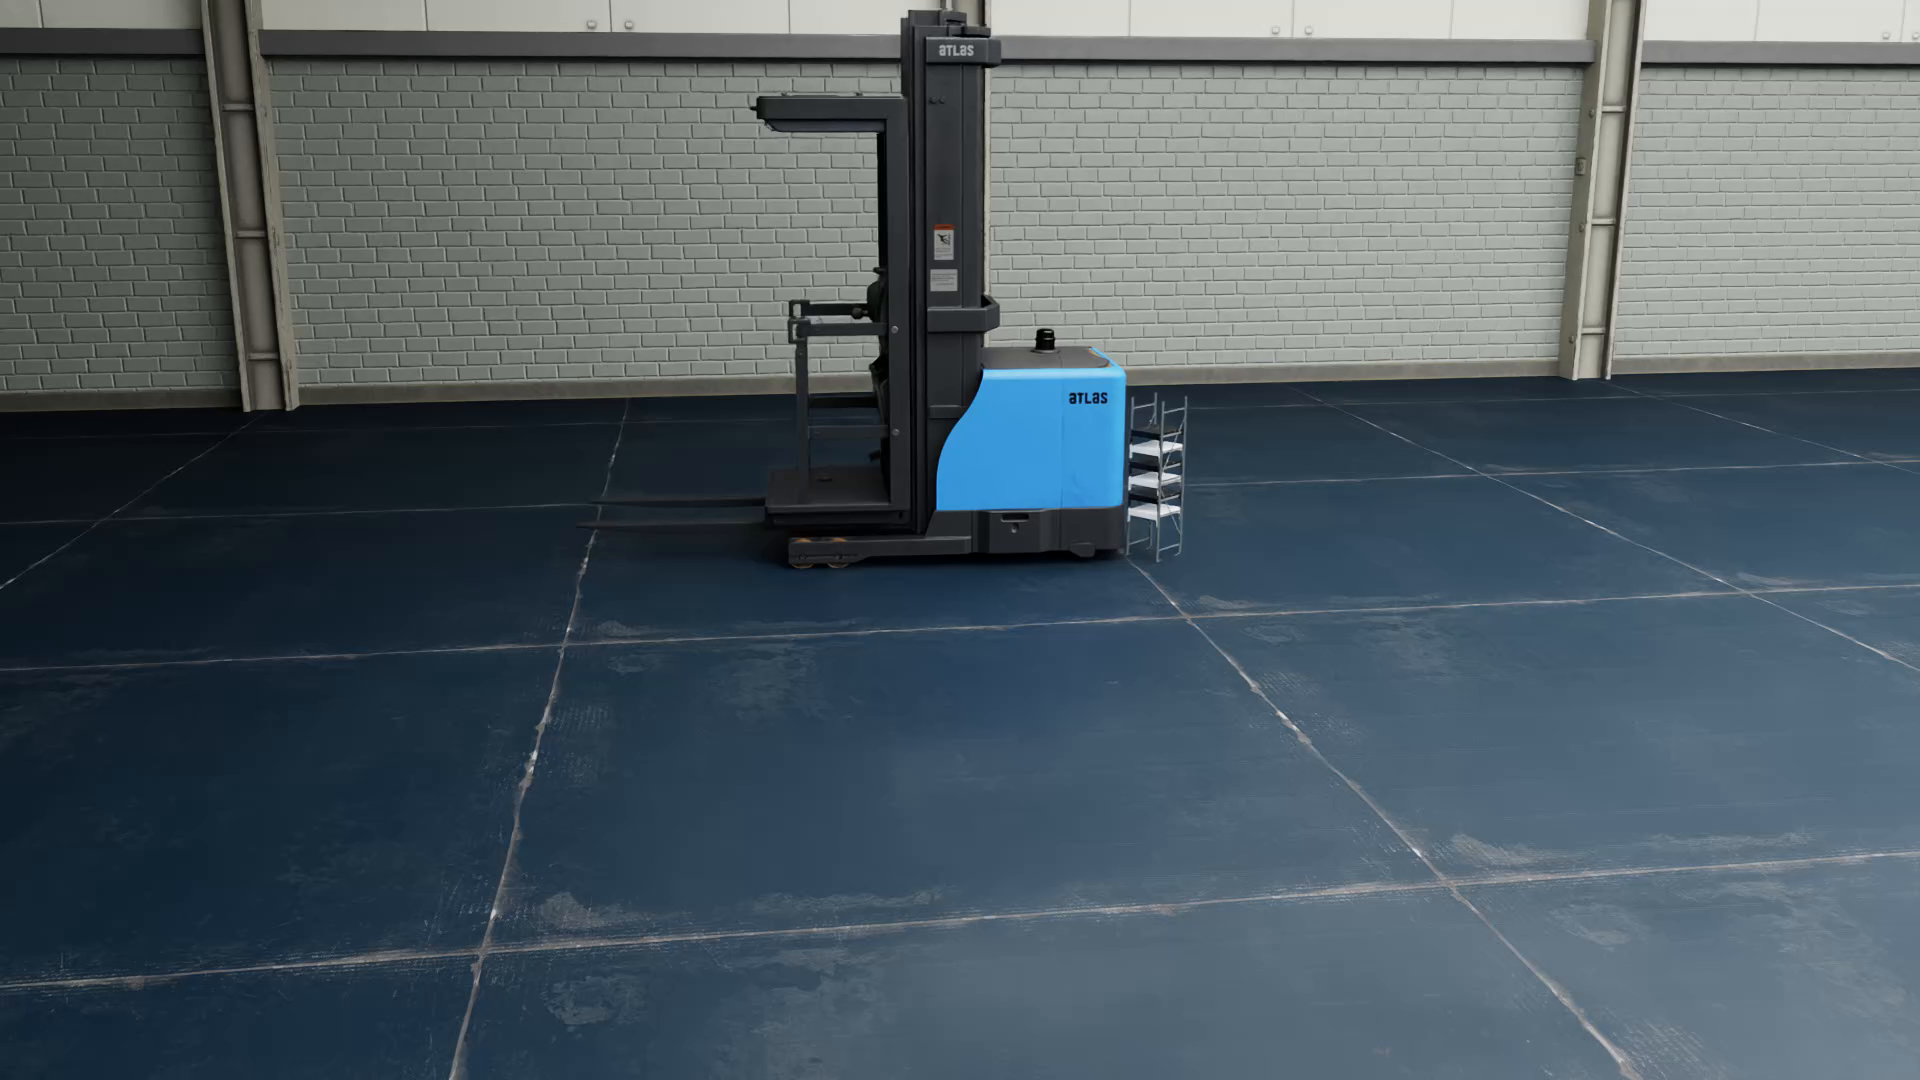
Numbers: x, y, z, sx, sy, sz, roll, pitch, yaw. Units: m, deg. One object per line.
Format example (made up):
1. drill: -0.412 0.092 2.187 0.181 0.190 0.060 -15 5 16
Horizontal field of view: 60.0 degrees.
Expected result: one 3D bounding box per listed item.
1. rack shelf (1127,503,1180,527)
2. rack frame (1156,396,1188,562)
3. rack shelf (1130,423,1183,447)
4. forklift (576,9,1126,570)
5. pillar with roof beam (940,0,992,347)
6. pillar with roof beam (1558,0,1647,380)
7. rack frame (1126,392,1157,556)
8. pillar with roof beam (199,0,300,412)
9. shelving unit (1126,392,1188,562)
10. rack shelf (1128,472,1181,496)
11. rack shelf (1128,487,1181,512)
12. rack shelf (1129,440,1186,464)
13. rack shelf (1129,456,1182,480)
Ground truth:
1. rack shelf: 1.094 -0.146 9.327 0.200 0.077 0.258 13 19 40
2. rack frame: 1.171 -0.335 9.208 0.006 0.900 0.240 13 19 40
3. rack shelf: 1.097 -0.582 9.215 0.200 0.077 0.258 13 19 40
4. forklift: -0.629 -1.395 9.259 3.031 2.935 1.130 -1 14 -5
5. pillar with roof beam: 0.690 -4.675 9.864 0.400 9.000 9.100 -2 14 -8
6. pillar with roof beam: 6.623 -4.892 10.731 0.400 9.000 9.100 -2 14 -8
7. rack frame: 1.020 -0.370 9.340 0.006 0.900 0.240 13 19 40
8. pillar with roof beam: -5.243 -4.458 8.997 0.400 9.000 9.100 -2 14 -8
9. shelving unit: 1.096 -0.353 9.274 0.210 0.900 0.258 13 19 40
10. rack shelf: 1.095 -0.320 9.282 0.200 0.077 0.258 13 19 40
11. rack shelf: 1.095 -0.233 9.305 0.200 0.077 0.258 13 19 40
12. rack shelf: 1.097 -0.495 9.238 0.200 0.077 0.258 13 19 40
13. rack shelf: 1.096 -0.407 9.260 0.200 0.077 0.258 13 19 40
